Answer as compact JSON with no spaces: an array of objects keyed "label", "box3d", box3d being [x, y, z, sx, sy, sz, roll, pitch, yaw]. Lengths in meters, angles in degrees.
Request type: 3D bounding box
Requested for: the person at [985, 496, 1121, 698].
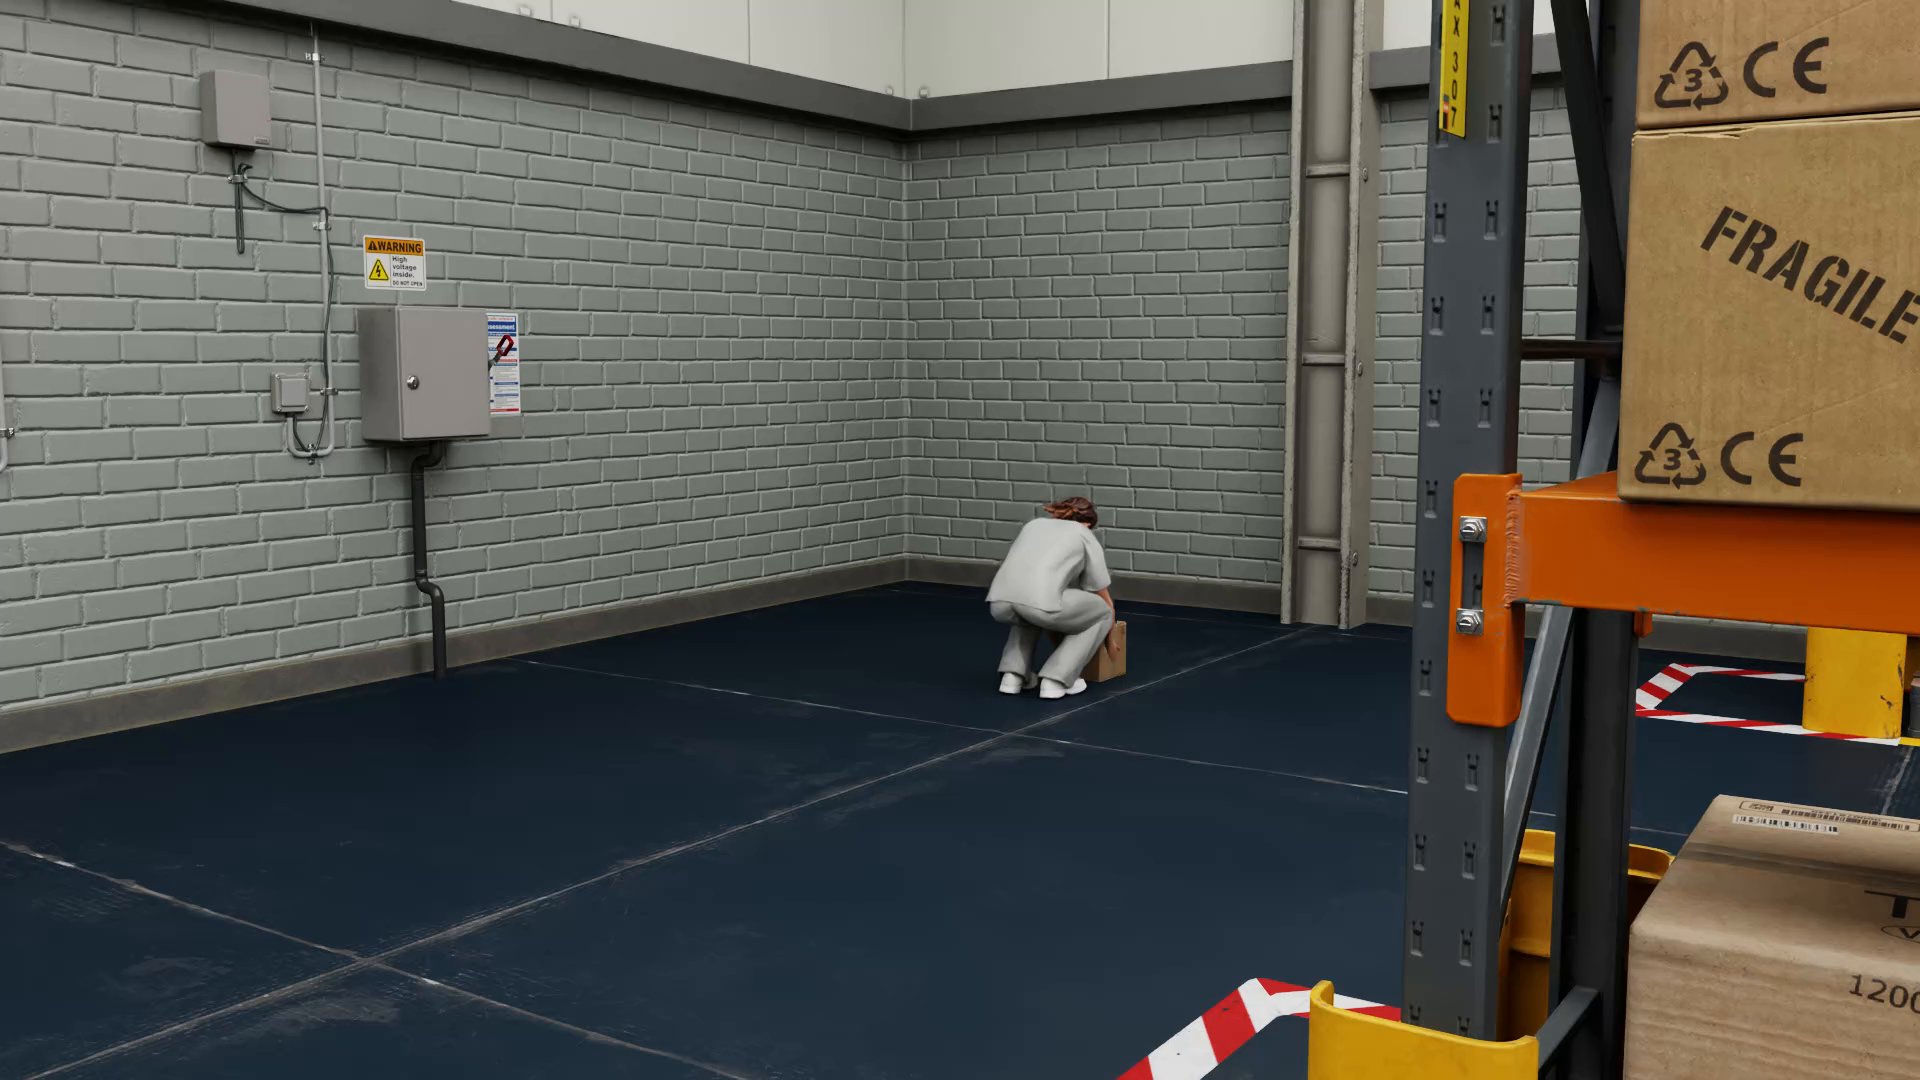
[{"label":"person","box3d":[0.417,0.249,7.490,0.484,0.847,0.801,4,8,33]}]
